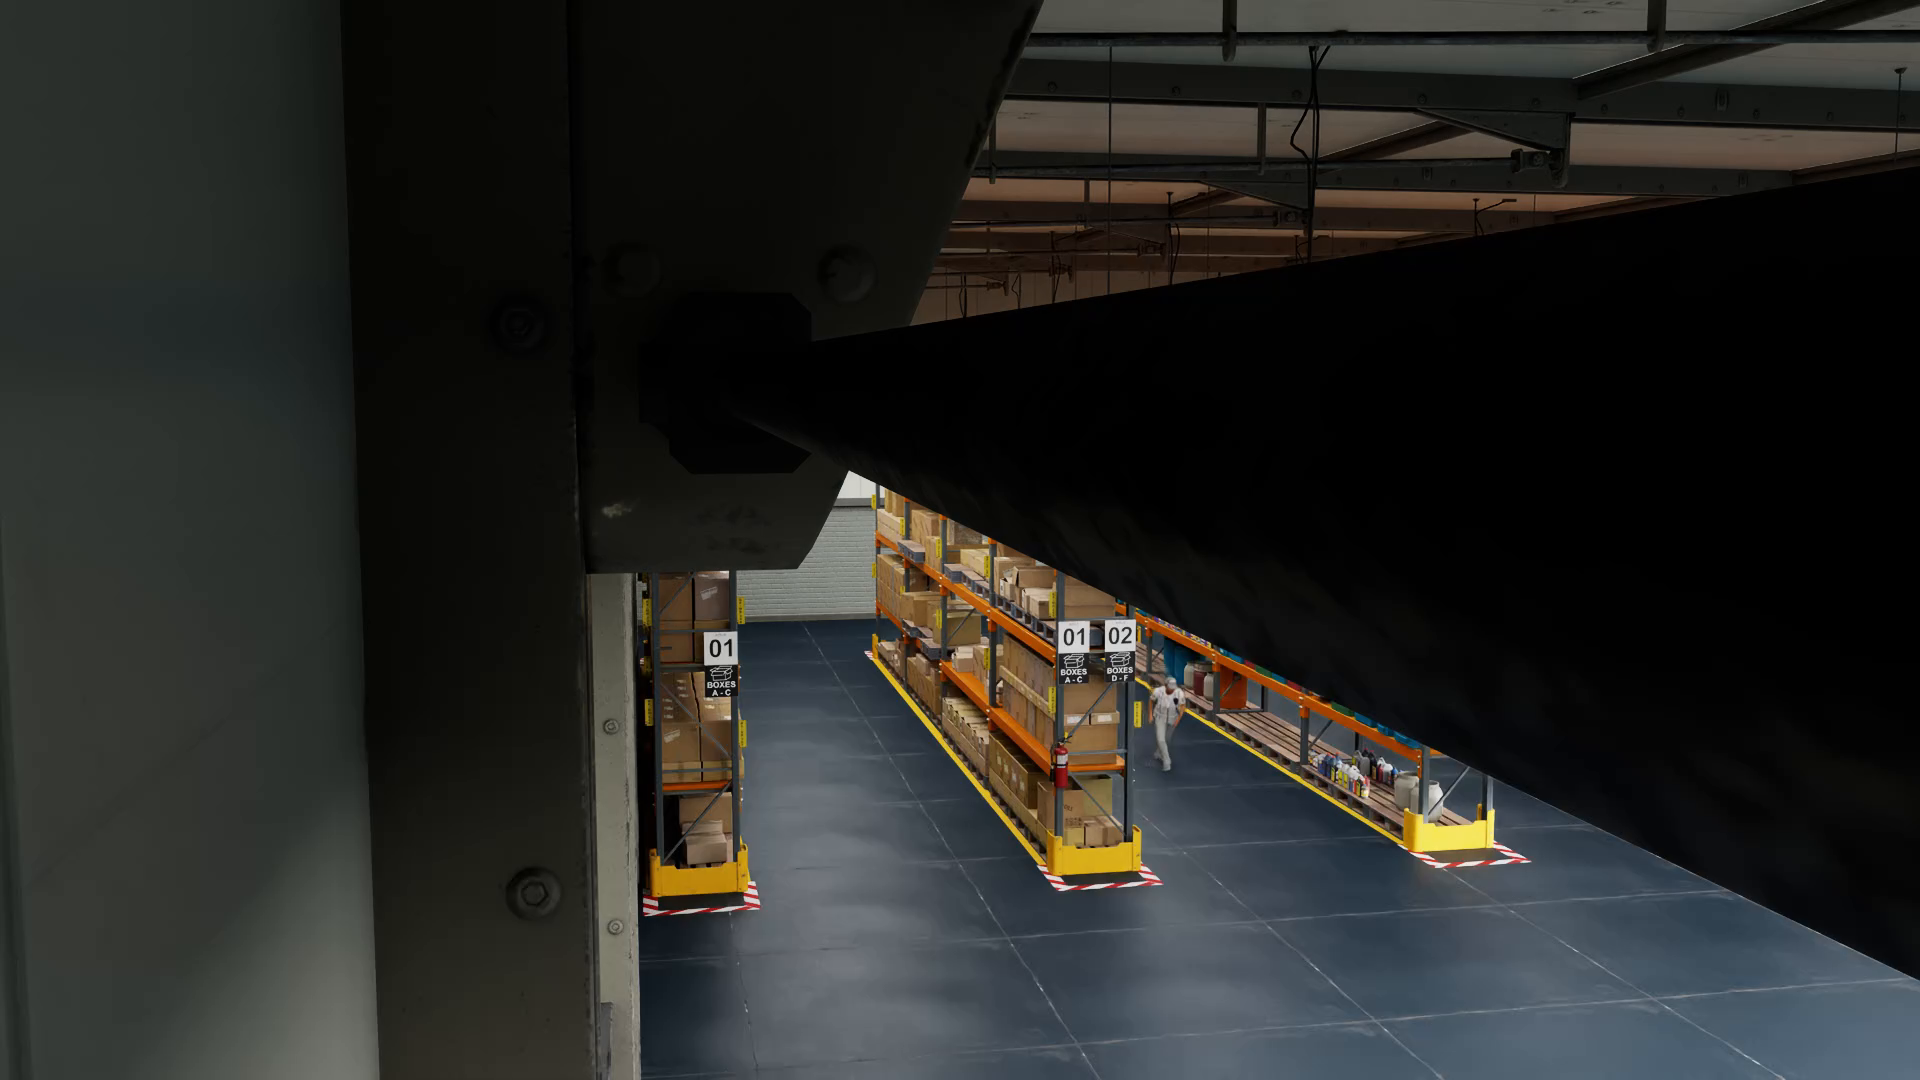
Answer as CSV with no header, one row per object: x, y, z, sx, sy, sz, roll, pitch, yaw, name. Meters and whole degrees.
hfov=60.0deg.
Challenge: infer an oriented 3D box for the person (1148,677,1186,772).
3.282,2.861,26.503,0.598,1.516,1.093,0,6,0,person
